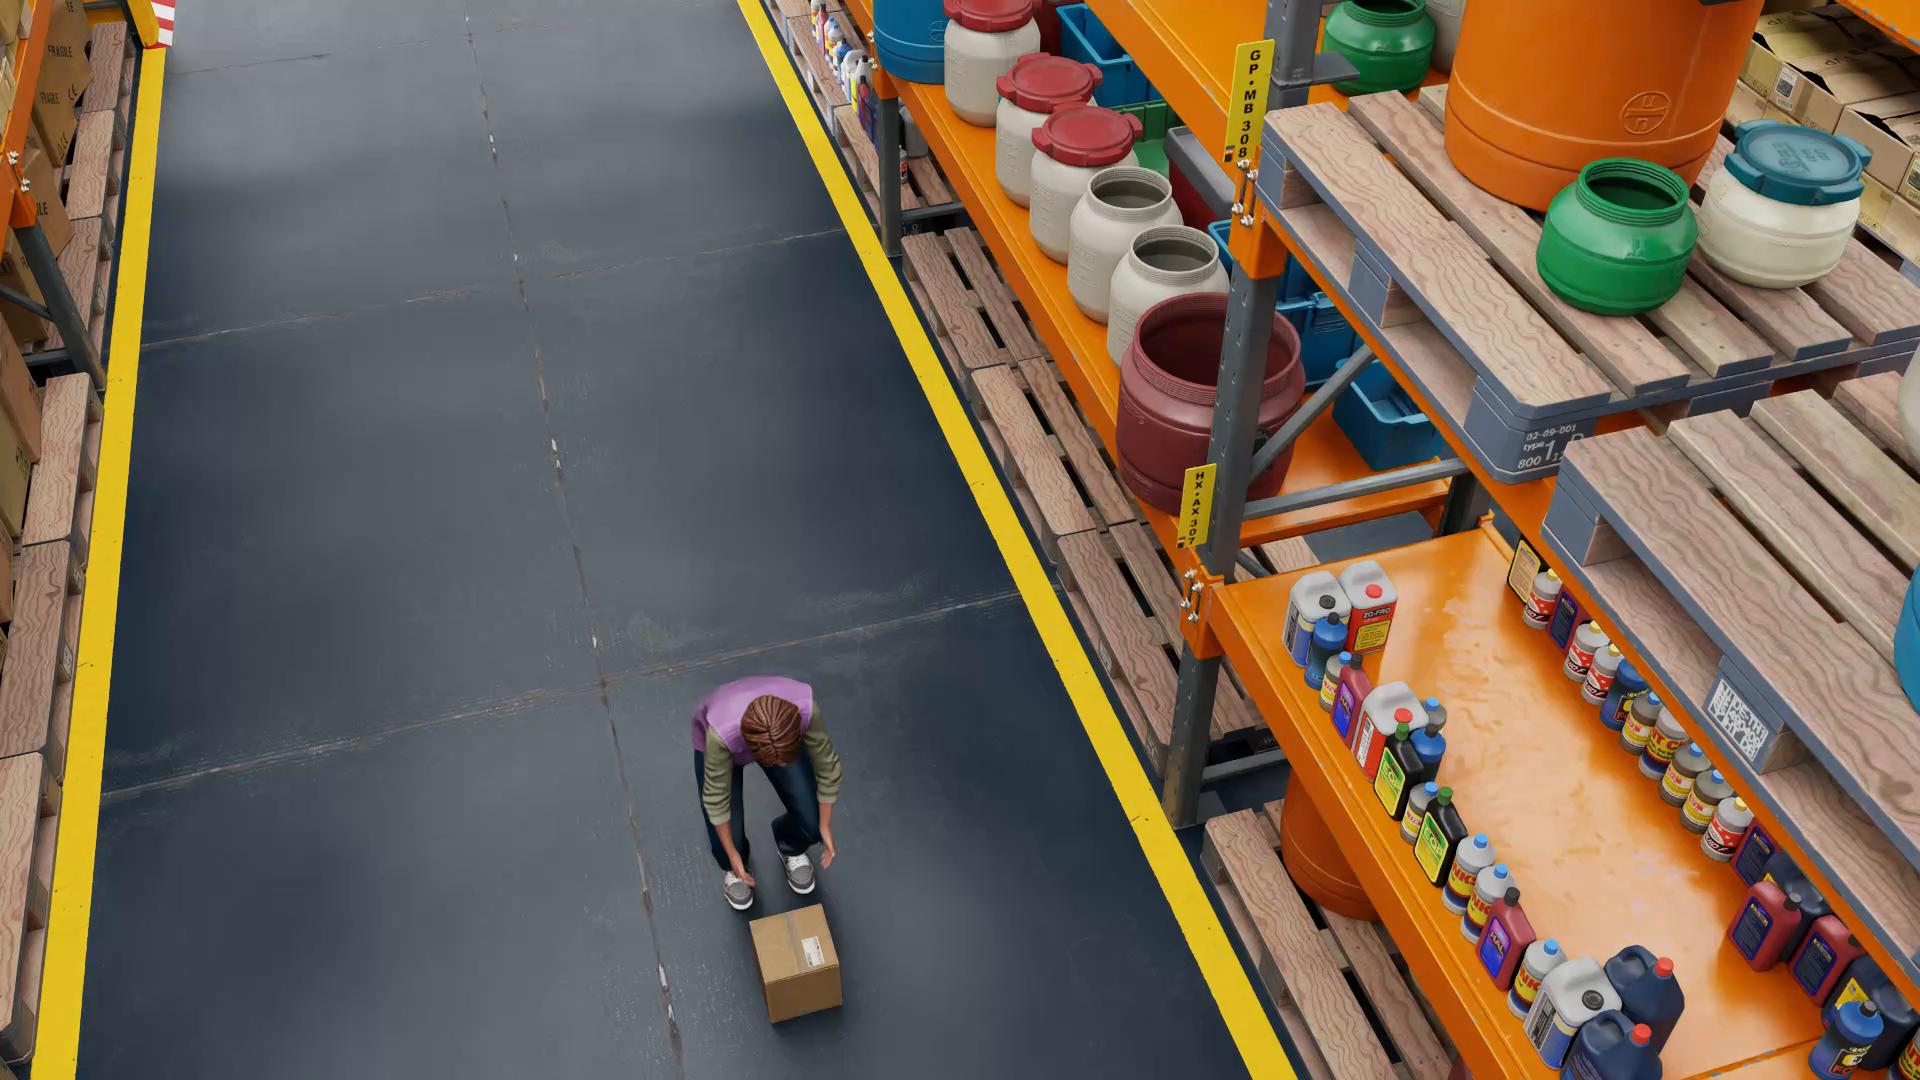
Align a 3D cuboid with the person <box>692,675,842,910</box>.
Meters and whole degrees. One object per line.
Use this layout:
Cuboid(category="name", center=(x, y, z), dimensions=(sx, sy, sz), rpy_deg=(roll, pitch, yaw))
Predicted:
Cuboid(category="person", center=(-0.650, 0.805, 5.596), dimensions=(0.462, 1.200, 0.701), rpy_deg=(-12, 44, -13))
